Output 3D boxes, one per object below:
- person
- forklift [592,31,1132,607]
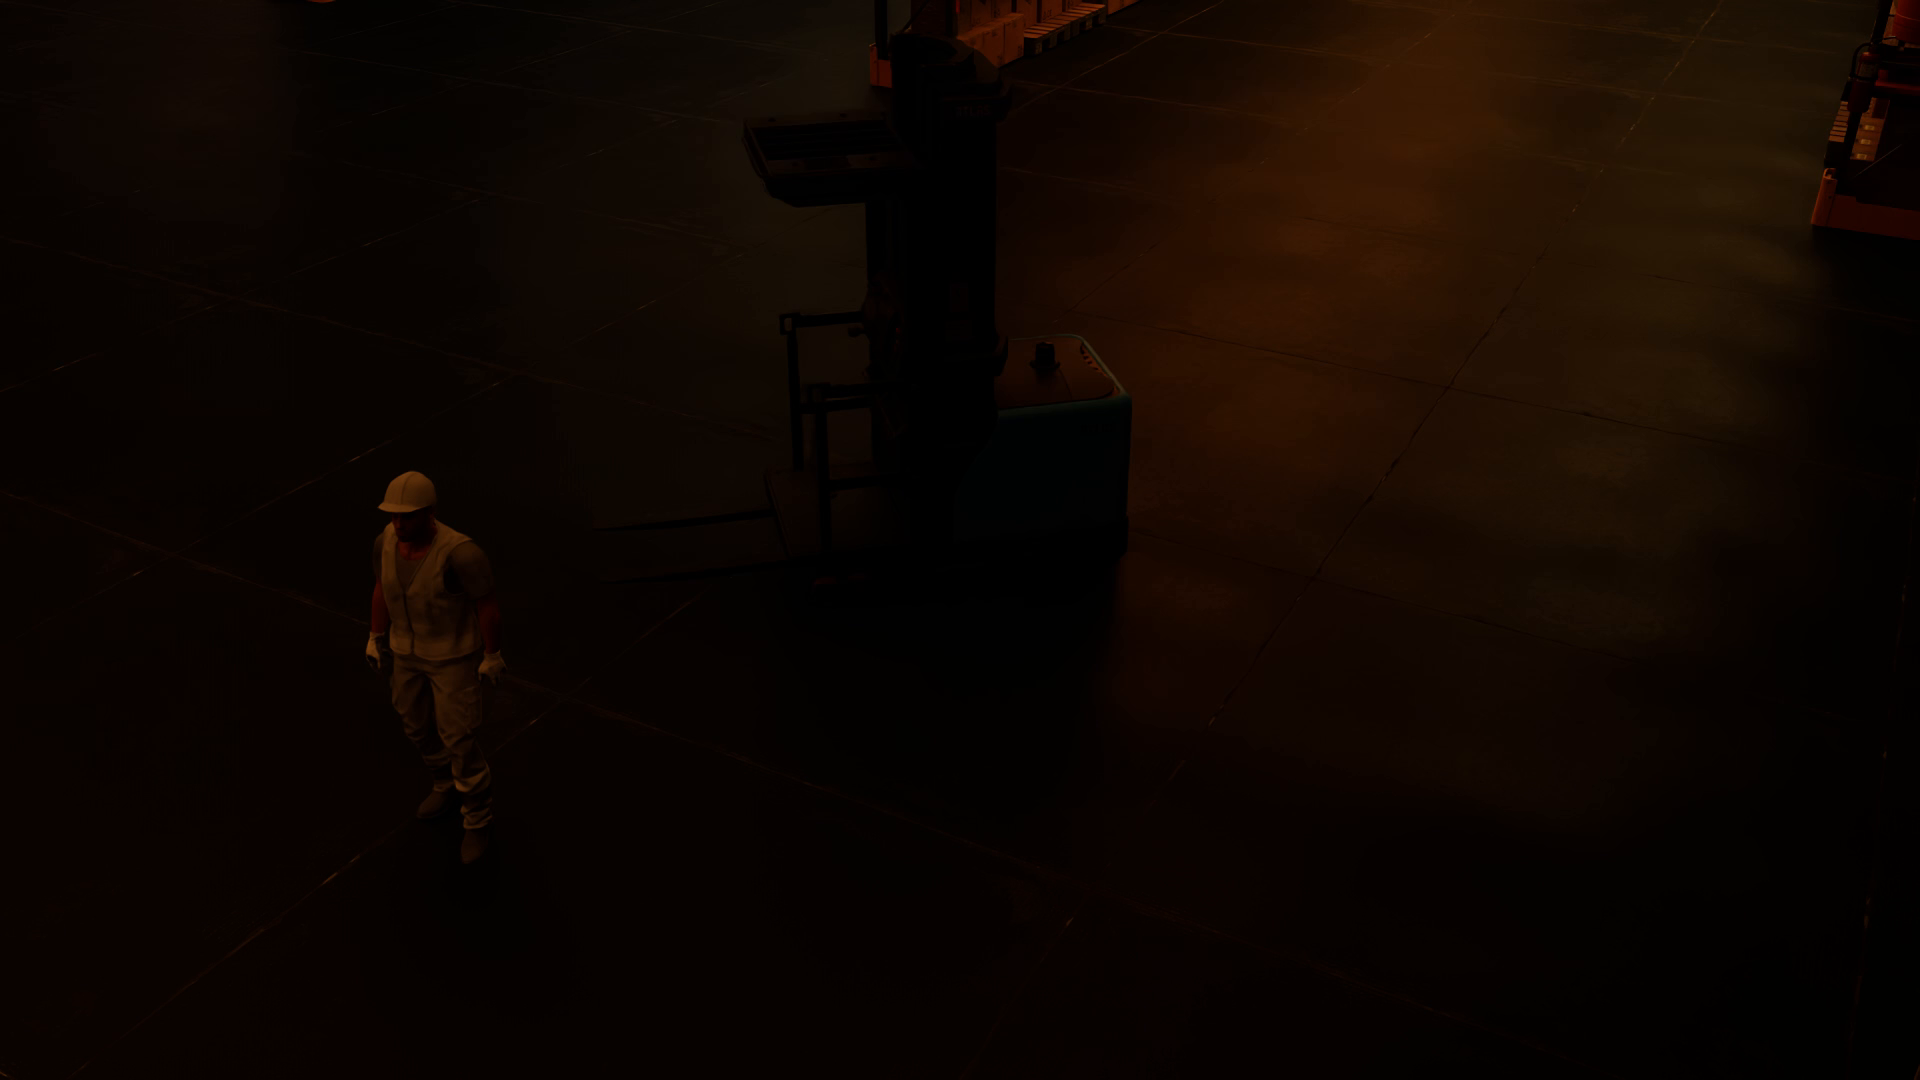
[{"bbox_3d":[-2.355,0.548,7.315,0.629,1.816,0.509,11,32,18],"label":"person"},{"bbox_3d":[-0.600,-1.186,9.126,3.031,2.935,1.130,-7,31,-12],"label":"forklift"}]
